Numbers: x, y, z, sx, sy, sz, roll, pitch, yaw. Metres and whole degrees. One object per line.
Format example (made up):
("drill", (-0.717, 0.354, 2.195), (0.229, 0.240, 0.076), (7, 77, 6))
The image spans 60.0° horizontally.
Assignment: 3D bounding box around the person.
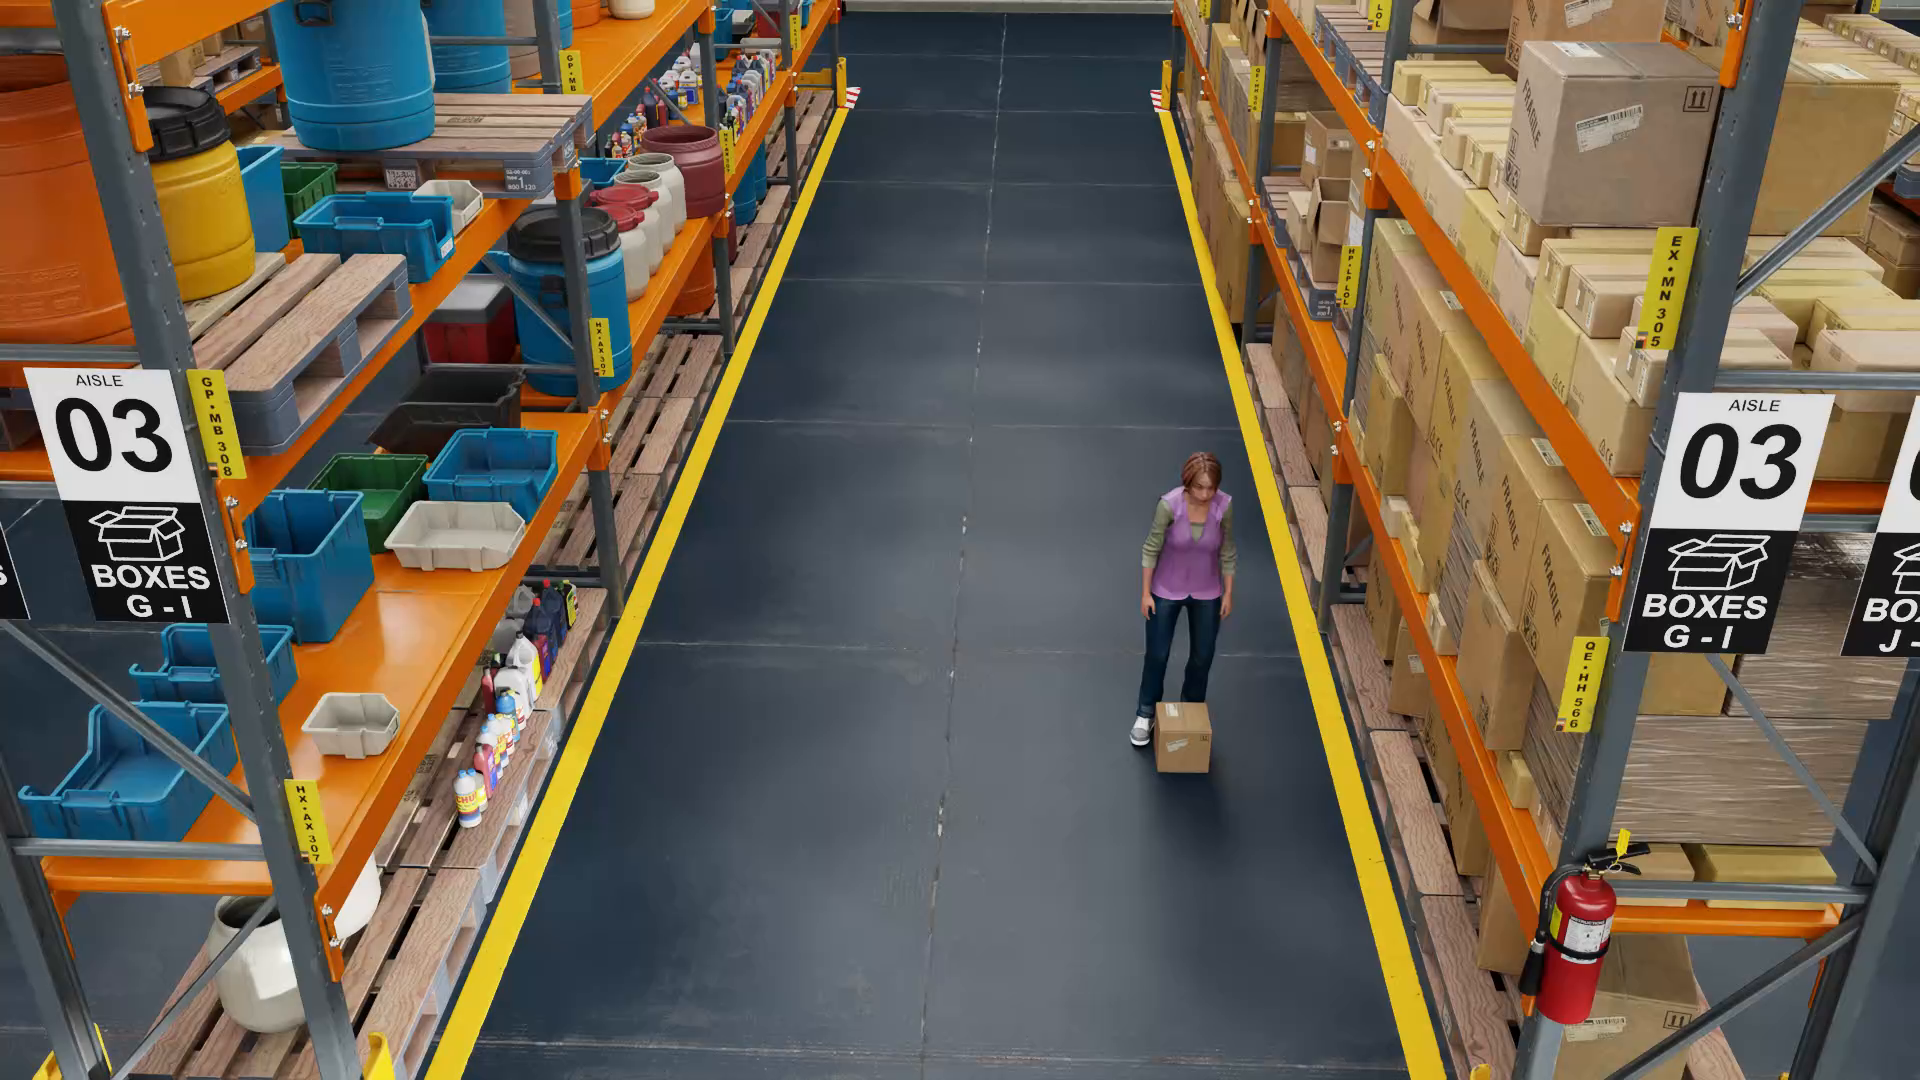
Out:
("person", (1.103, 0.275, 8.126), (0.482, 1.592, 0.347), (-1, 28, -1))
